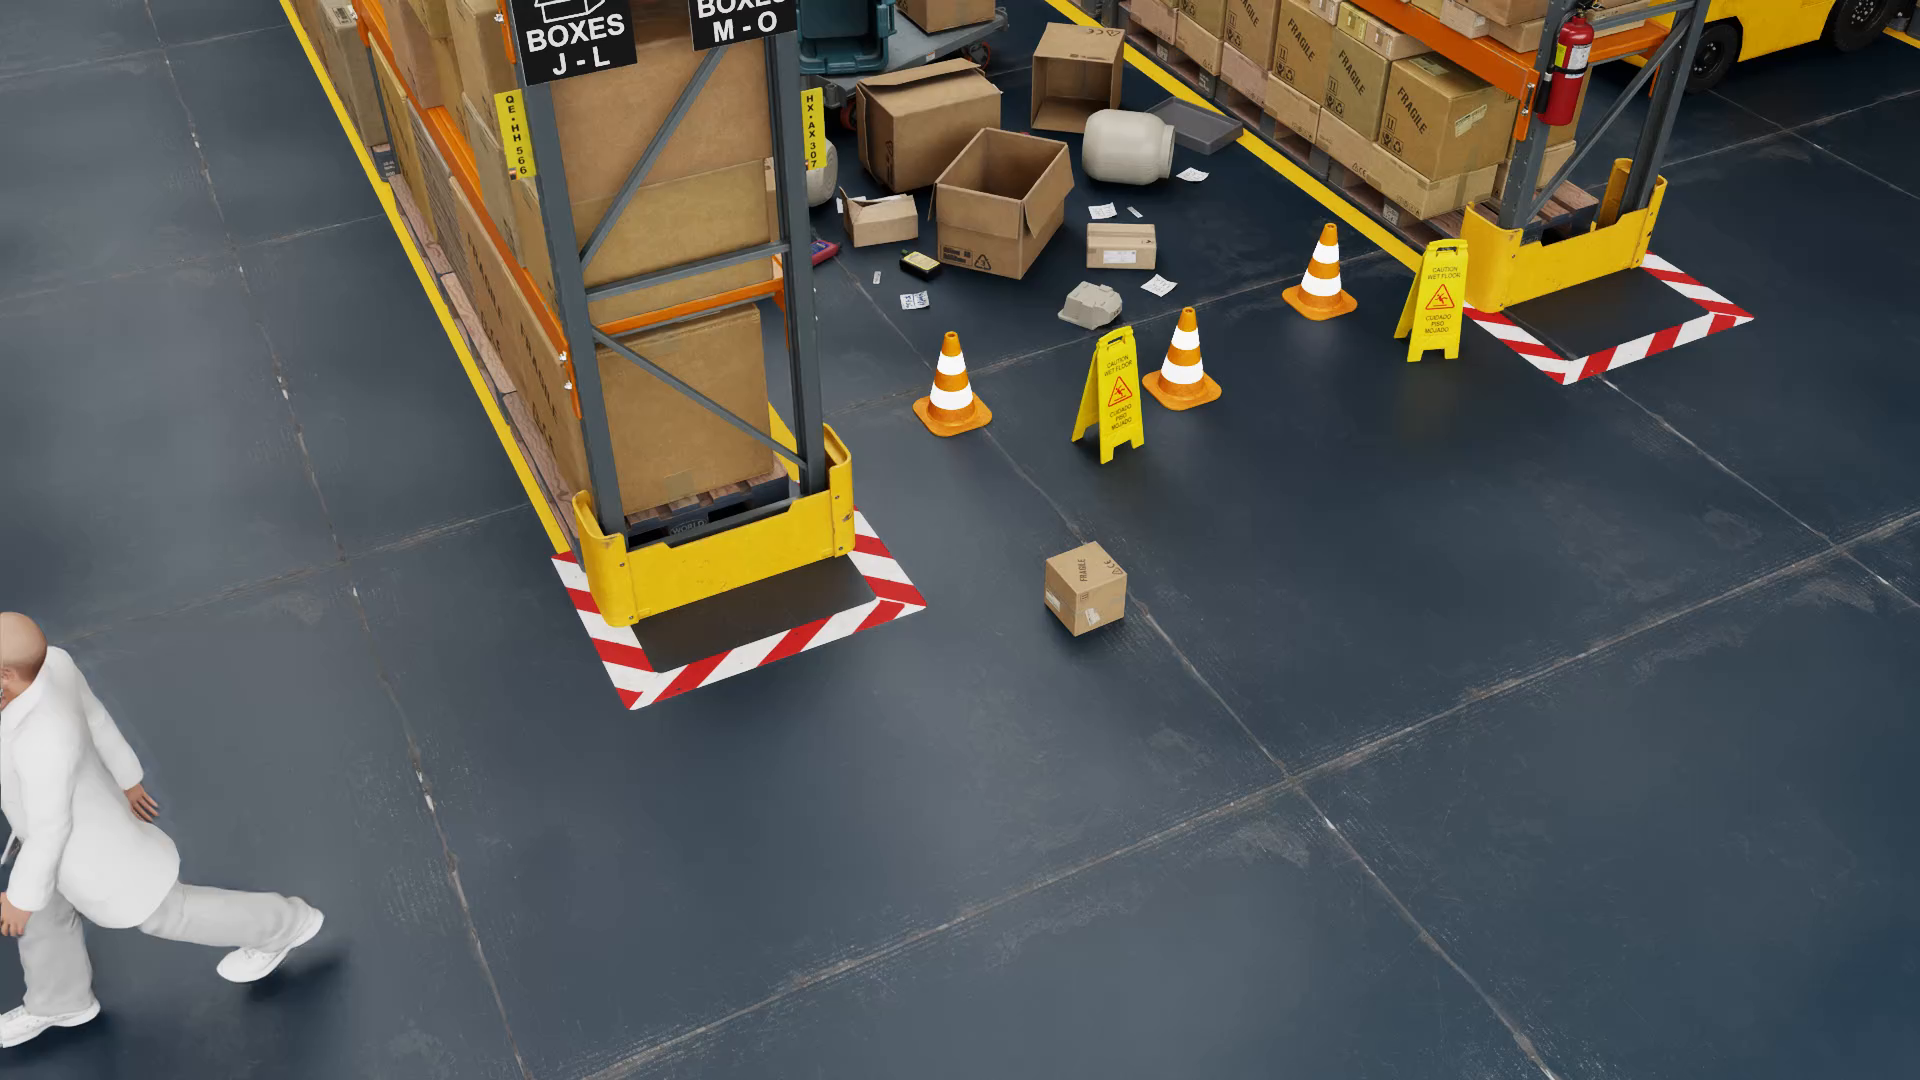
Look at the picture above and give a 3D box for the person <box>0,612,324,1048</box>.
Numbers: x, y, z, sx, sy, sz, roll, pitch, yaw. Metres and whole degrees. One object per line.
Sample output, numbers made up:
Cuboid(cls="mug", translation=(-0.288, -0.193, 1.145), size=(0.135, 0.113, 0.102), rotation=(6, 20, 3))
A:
Cuboid(cls="person", translation=(-2.716, 0.910, 5.115), size=(1.118, 1.730, 0.555), rotation=(-22, 45, -24))
